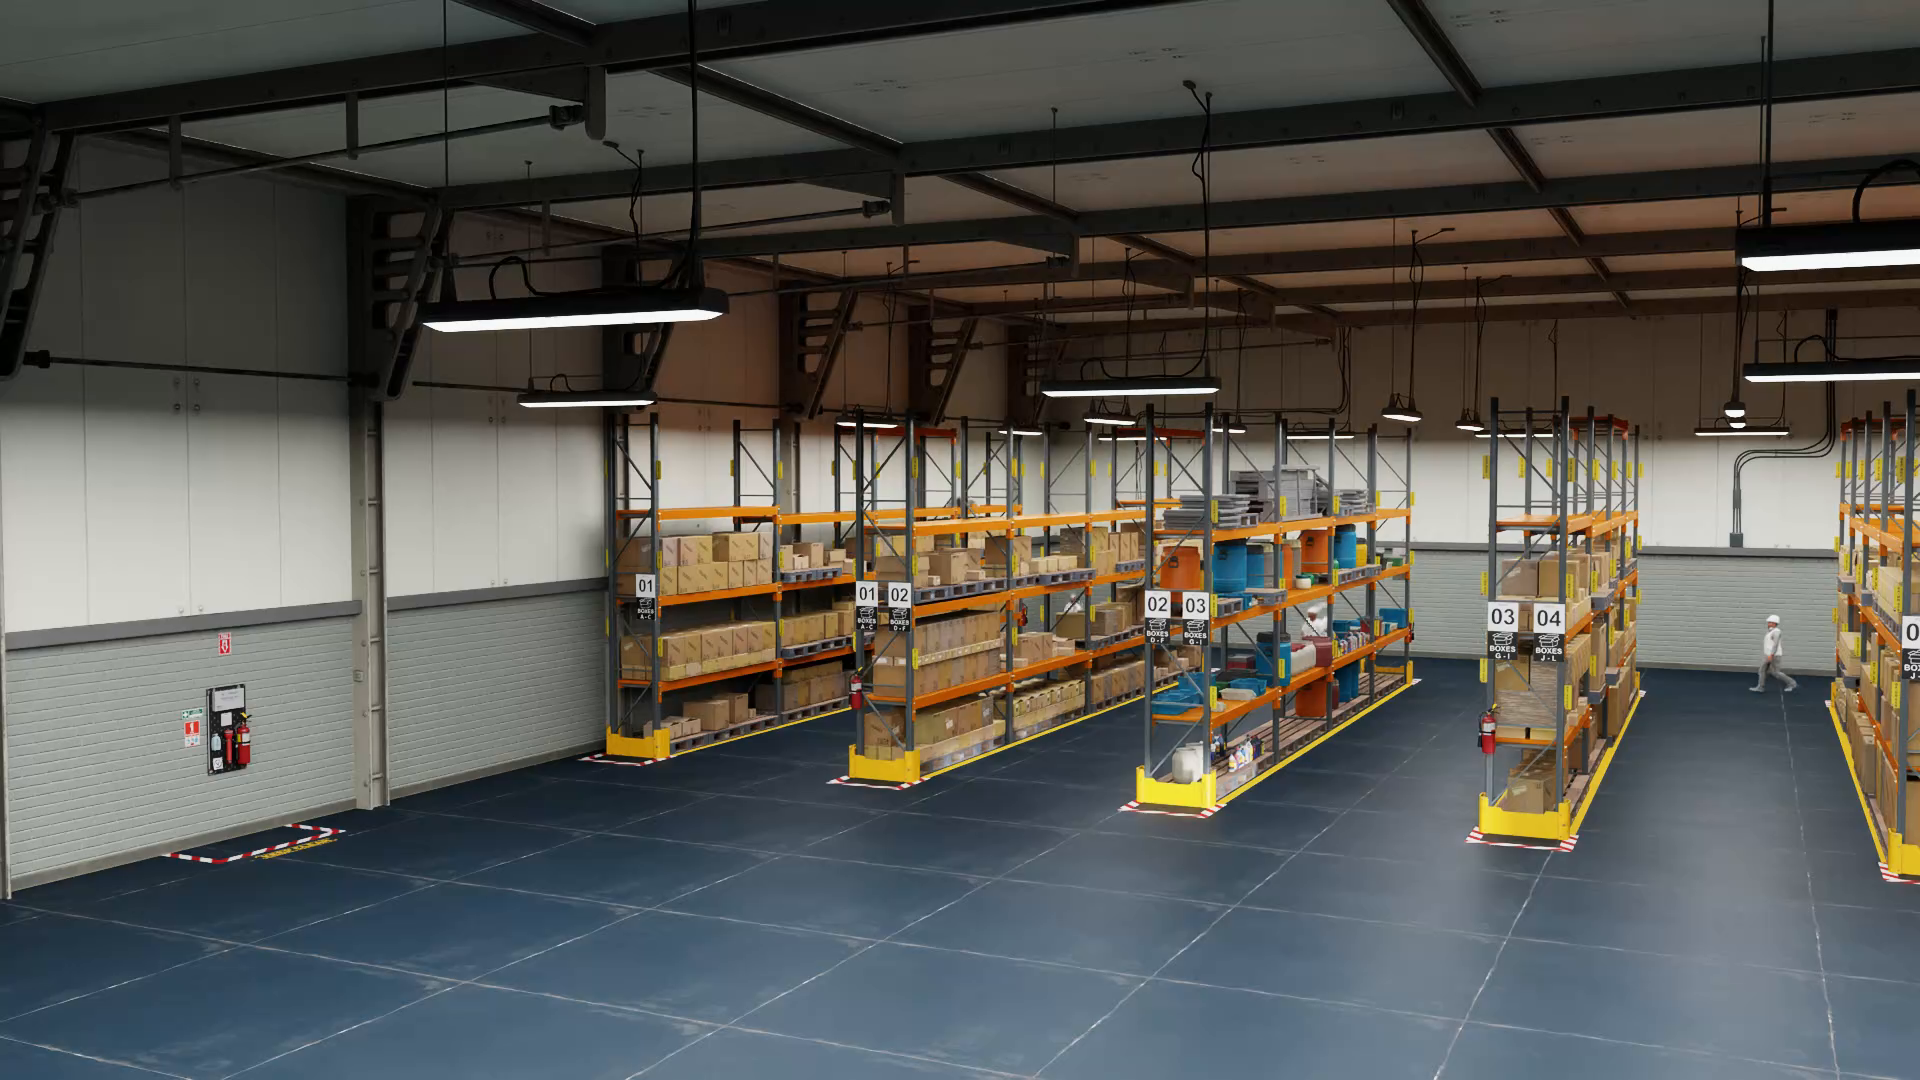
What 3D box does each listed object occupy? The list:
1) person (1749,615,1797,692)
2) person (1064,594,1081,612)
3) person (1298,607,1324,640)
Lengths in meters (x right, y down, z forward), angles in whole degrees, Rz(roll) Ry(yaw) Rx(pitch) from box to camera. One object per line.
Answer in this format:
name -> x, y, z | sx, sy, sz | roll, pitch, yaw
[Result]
person -> 18.210, 2.557, 37.214 | 0.945, 1.746, 0.543 | 1, 2, 16
person -> 3.016, 2.278, 44.946 | 0.497, 1.636, 0.987 | 0, 2, 7
person -> 8.390, 2.474, 39.802 | 0.721, 1.726, 1.022 | 1, 3, 30
